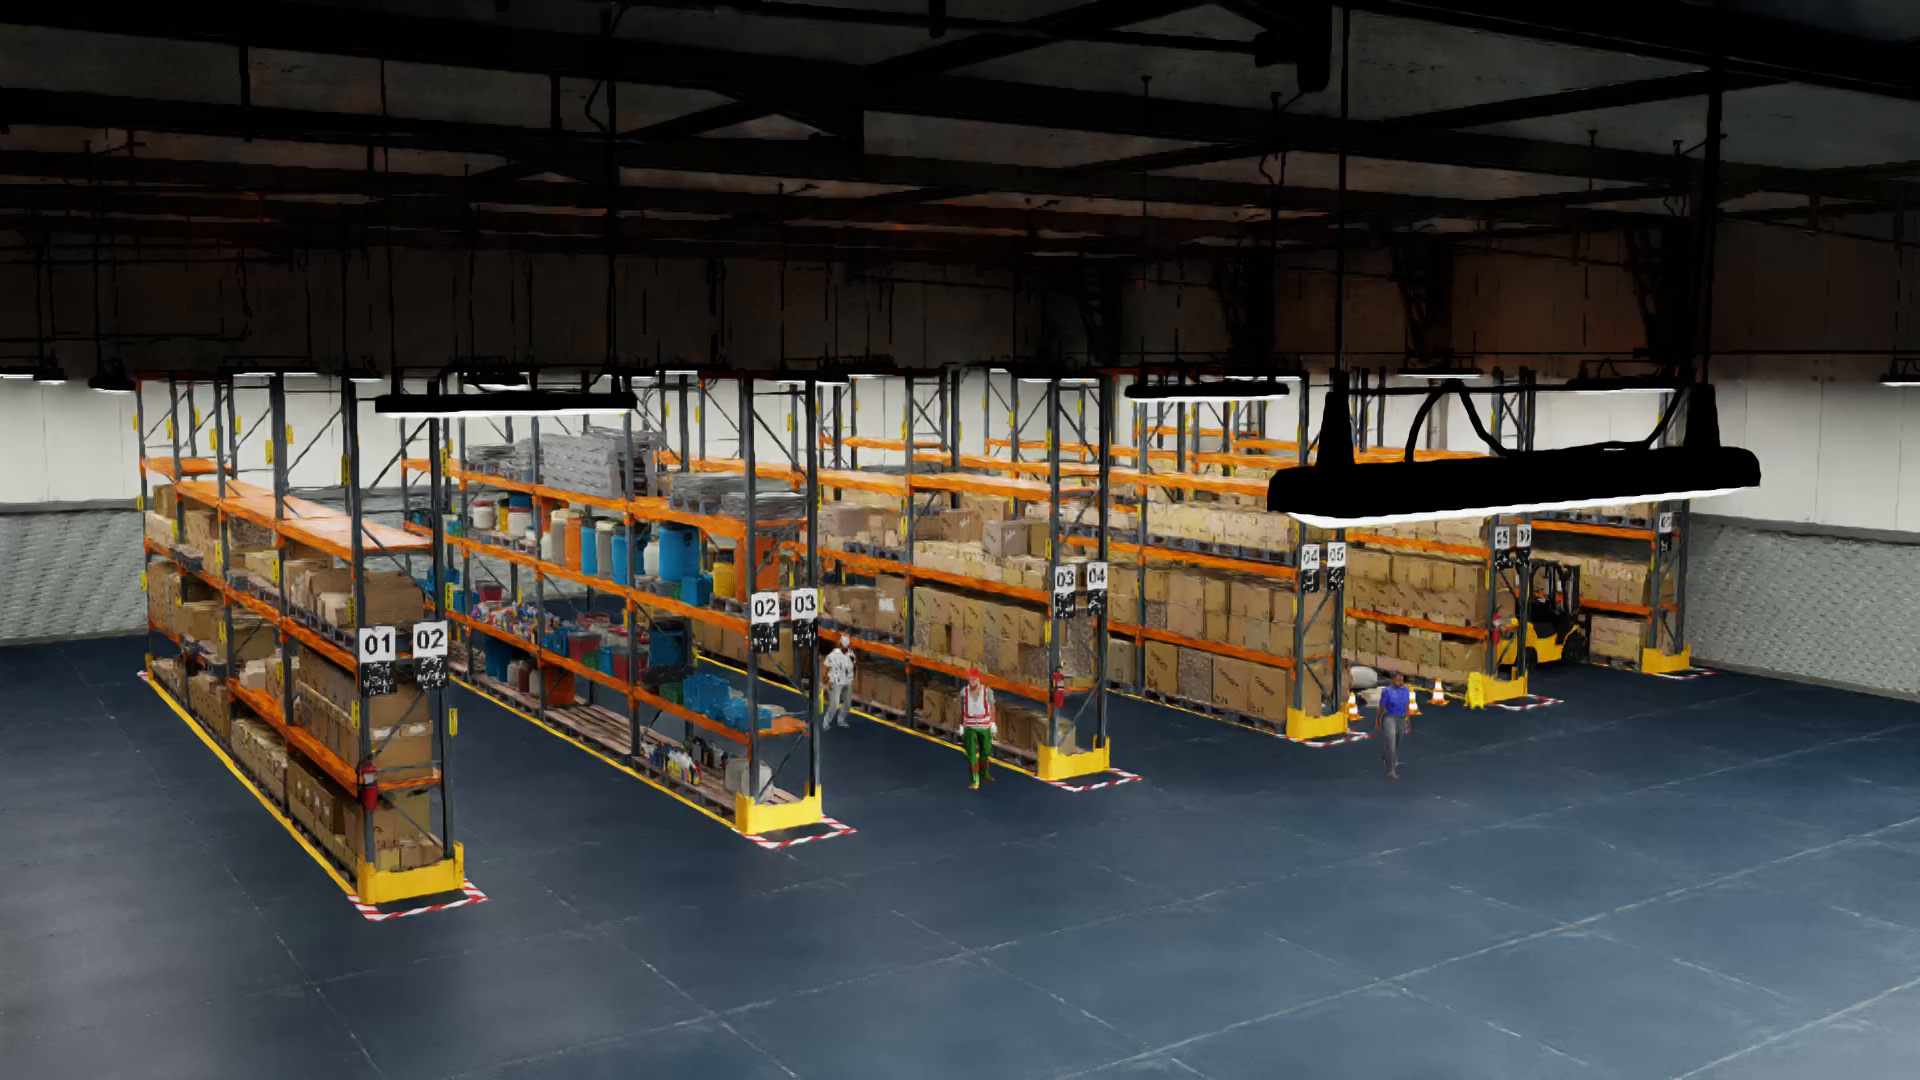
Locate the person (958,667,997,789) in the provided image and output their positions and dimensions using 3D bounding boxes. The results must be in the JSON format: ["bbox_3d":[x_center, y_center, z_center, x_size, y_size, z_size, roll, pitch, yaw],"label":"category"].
[{"bbox_3d":[0.260,2.717,24.306,0.574,1.776,0.573,0,6,2],"label":"person"}]

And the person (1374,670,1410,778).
[{"bbox_3d":[6.521,2.716,25.029,0.505,1.591,0.937,-2,7,-13],"label":"person"}]

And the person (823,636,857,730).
[{"bbox_3d":[-2.004,2.390,27.948,0.625,1.611,0.582,-5,8,-35],"label":"person"}]
